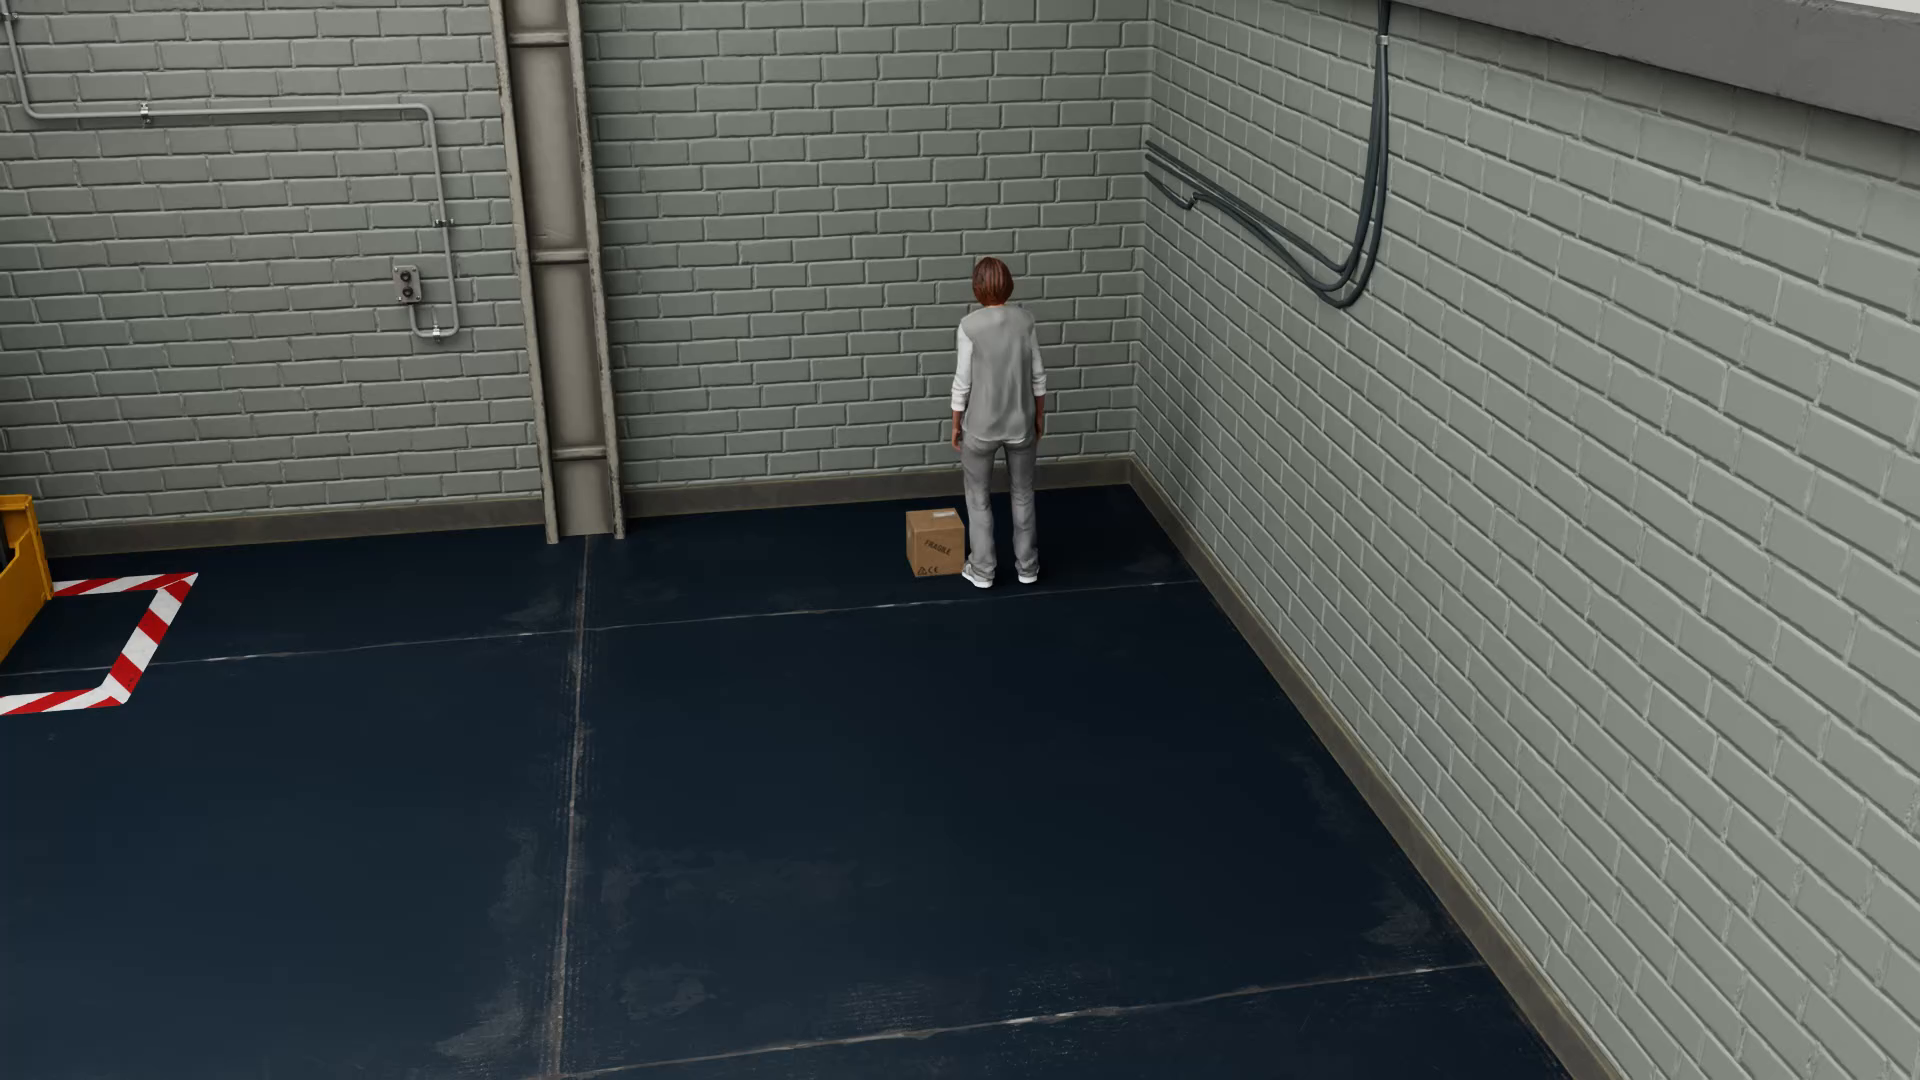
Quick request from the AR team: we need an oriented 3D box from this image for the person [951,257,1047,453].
[{"bbox_3d":[0.173,-0.843,7.696,0.458,0.912,0.330,-5,24,-12],"label":"person"}]
